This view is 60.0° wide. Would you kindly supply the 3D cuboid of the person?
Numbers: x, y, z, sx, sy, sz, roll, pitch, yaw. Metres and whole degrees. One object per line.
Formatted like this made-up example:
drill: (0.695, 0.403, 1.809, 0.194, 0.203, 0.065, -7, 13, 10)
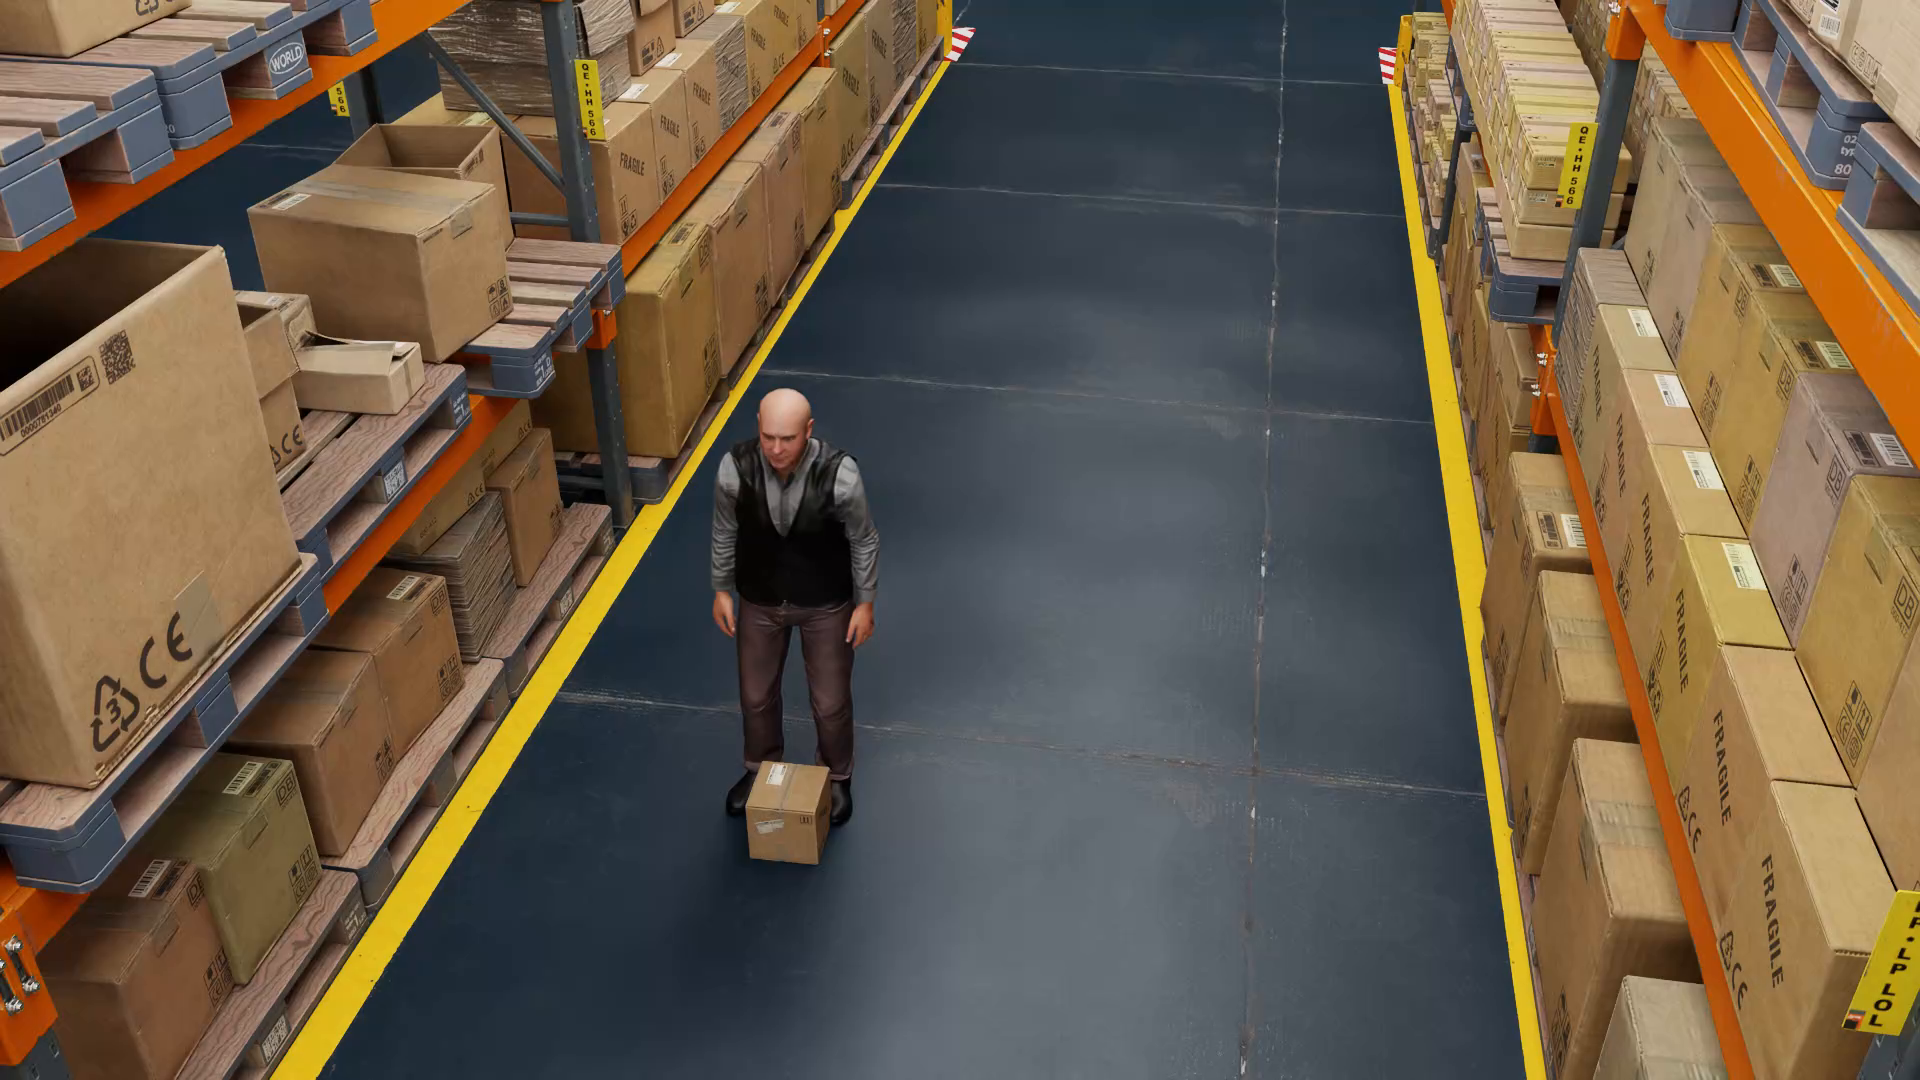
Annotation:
person: (-0.570, 0.211, 5.824, 0.587, 1.721, 0.412, 5, 32, 7)
